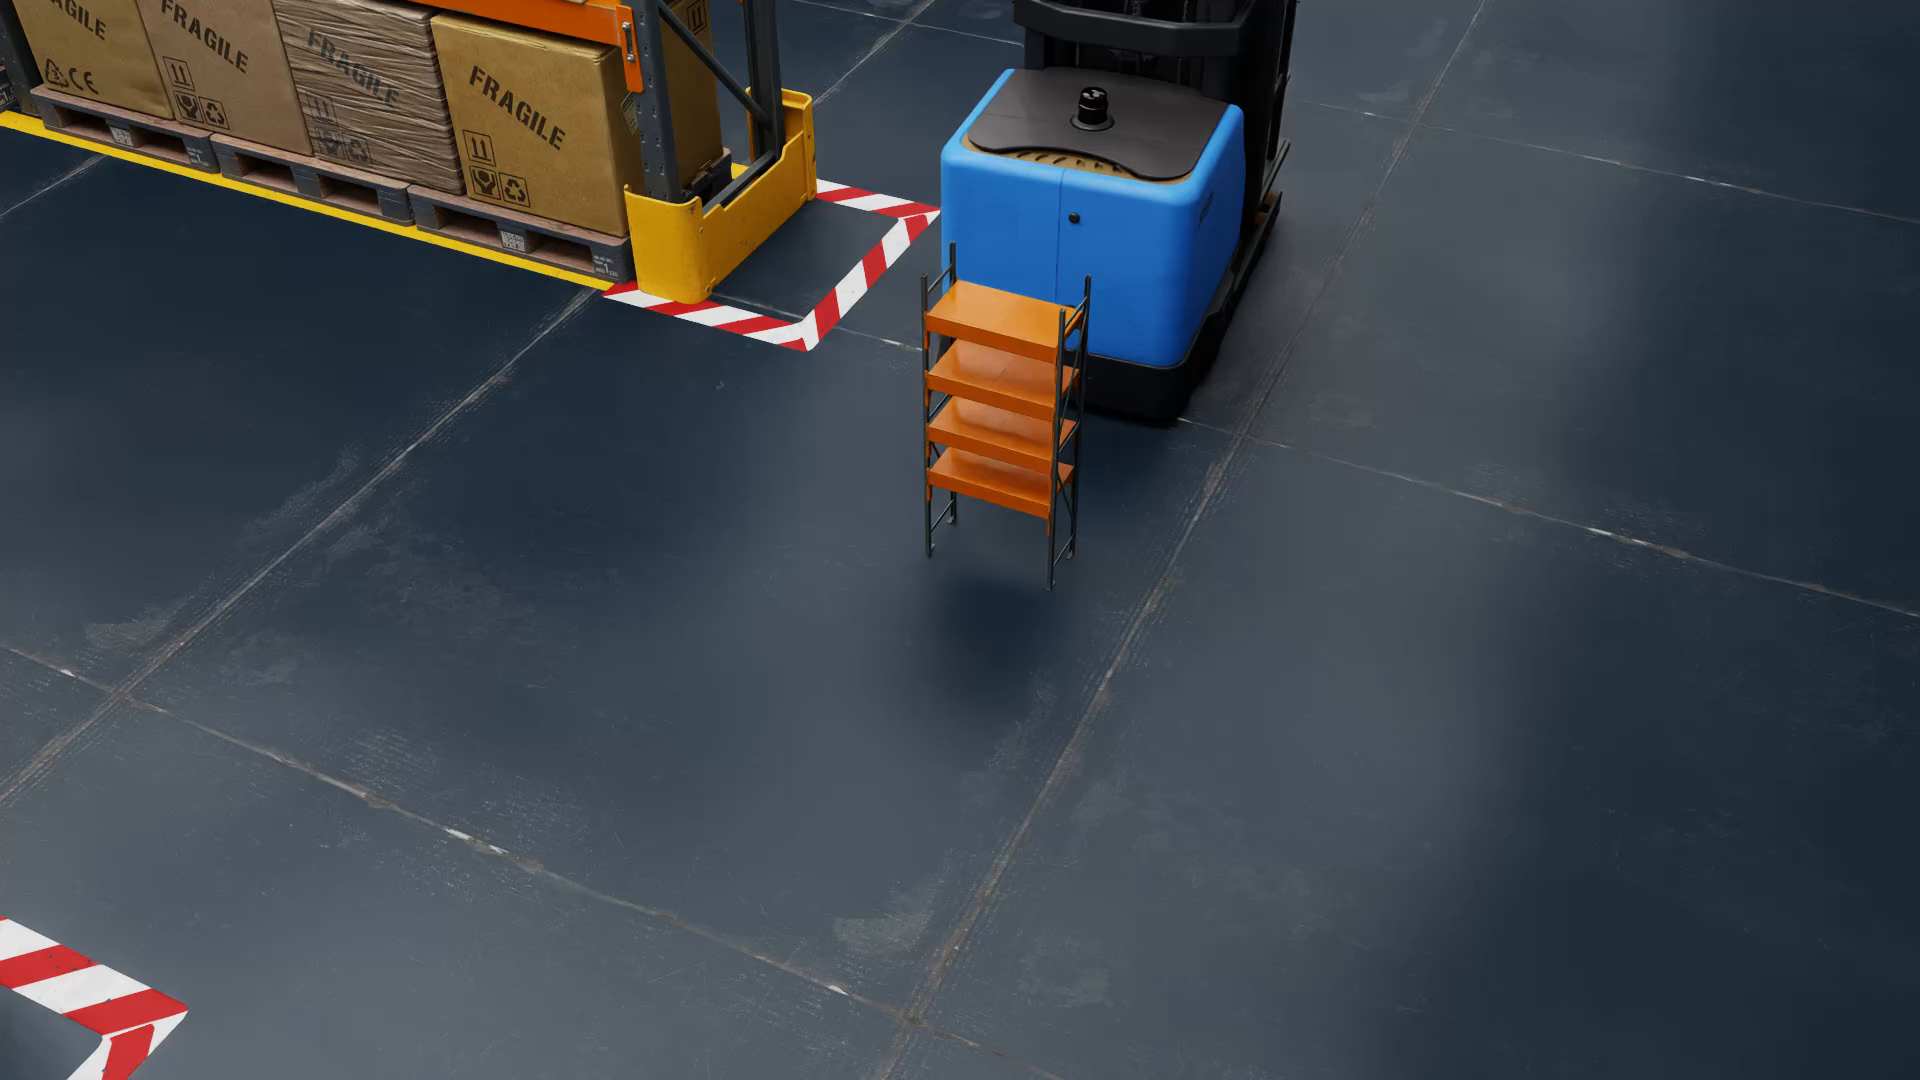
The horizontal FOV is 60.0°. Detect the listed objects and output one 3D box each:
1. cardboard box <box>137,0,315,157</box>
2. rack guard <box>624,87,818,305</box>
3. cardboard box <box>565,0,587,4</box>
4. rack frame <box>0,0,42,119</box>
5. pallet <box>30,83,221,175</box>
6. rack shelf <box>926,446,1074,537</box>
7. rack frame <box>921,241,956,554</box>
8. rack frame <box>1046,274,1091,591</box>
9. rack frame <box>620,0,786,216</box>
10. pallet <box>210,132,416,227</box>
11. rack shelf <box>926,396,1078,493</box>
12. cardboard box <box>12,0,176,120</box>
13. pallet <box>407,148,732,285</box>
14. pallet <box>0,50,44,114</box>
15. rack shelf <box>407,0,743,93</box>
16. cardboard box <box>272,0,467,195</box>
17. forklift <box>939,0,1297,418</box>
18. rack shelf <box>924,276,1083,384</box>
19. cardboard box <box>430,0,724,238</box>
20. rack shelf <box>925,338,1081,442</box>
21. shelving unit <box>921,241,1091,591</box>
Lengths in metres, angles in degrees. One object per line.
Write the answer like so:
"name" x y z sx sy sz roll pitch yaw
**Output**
"cardboard box" -3.353 -2.562 8.217 0.875 0.875 0.875 17 44 19
"rack guard" -1.087 -1.627 7.745 0.348 0.500 1.175 17 44 19
"cardboard box" -1.570 -2.386 6.905 0.250 0.149 0.380 18 44 19
"rack frame" -4.733 -3.686 8.212 0.127 3.000 1.000 17 44 19
"pallet" -4.077 -2.375 8.829 1.213 0.211 1.003 17 44 19
"rack shelf" 0.150 -0.207 5.978 0.480 0.148 0.258 17 44 19
"rack frame" -0.071 -0.475 5.882 0.015 1.200 0.240 17 44 19
"rack frame" 0.371 -0.340 5.726 0.015 1.200 0.240 17 44 19
"rack frame" -1.108 -2.578 6.934 0.127 3.000 1.000 17 44 19
"pallet" -2.968 -2.038 8.440 1.213 0.211 1.003 17 44 19
"rack shelf" 0.150 -0.357 5.848 0.480 0.148 0.258 17 44 19
"cardboard box" -4.169 -2.811 8.505 0.875 0.875 0.875 17 44 19
"pallet" -1.866 -1.699 8.049 1.213 0.211 1.003 17 44 19
"pallet" -5.464 -2.801 9.320 1.213 0.211 1.003 17 44 19
"rack shelf" -2.921 -2.860 7.809 4.000 0.370 1.077 17 44 19
"cardboard box" -2.547 -2.315 7.933 0.875 0.875 0.875 17 44 19
"forklift" 0.899 -2.575 6.983 1.130 2.935 3.031 14 43 15
"rack shelf" 0.150 -0.704 5.547 0.480 0.148 0.258 17 44 19
"cardboard box" -1.722 -2.063 7.642 0.875 0.875 0.875 17 44 19
"rack shelf" 0.150 -0.526 5.702 0.480 0.148 0.258 17 44 19
"shelving unit" 0.150 -0.408 5.804 0.503 1.200 0.258 17 44 19
